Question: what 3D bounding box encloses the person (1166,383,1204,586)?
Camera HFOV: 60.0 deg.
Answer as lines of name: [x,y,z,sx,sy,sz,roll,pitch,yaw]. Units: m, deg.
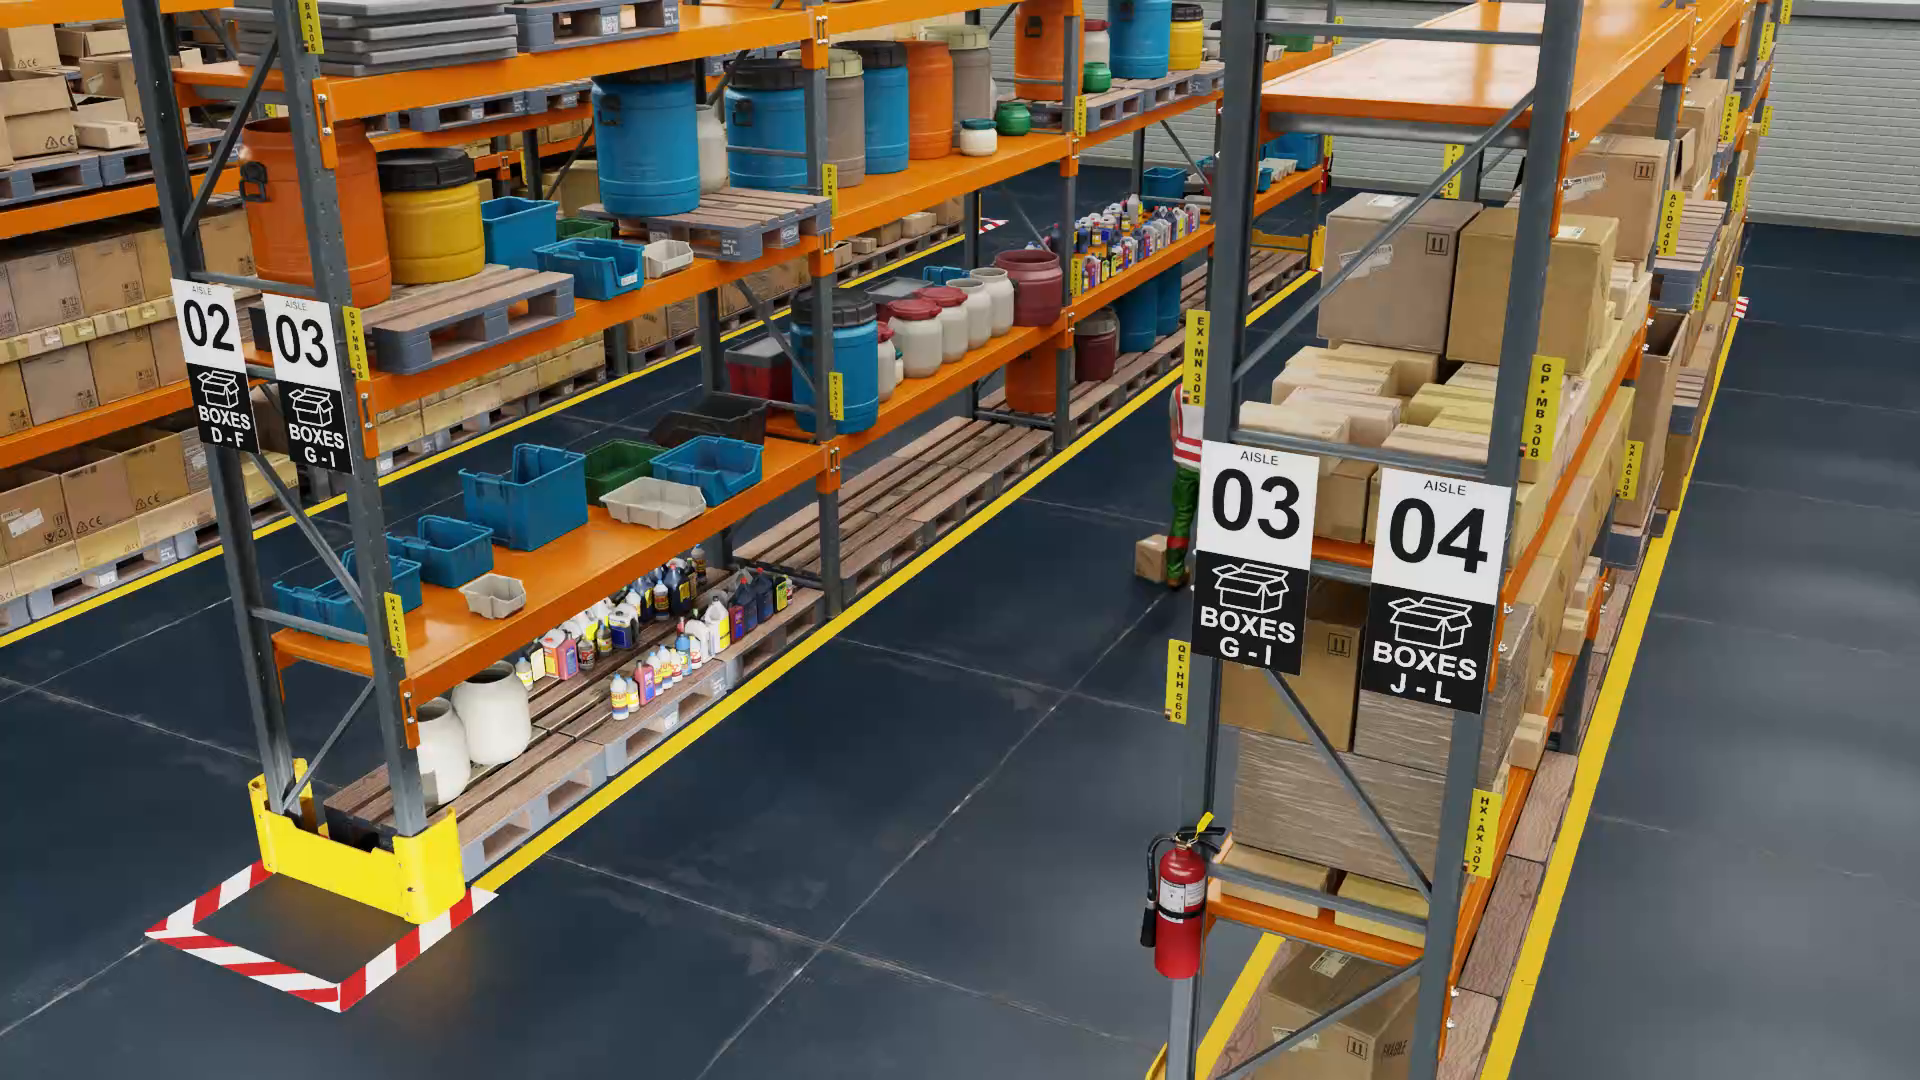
person: [1.732,-0.517,11.982,0.586,1.841,0.563,16,27,33]
